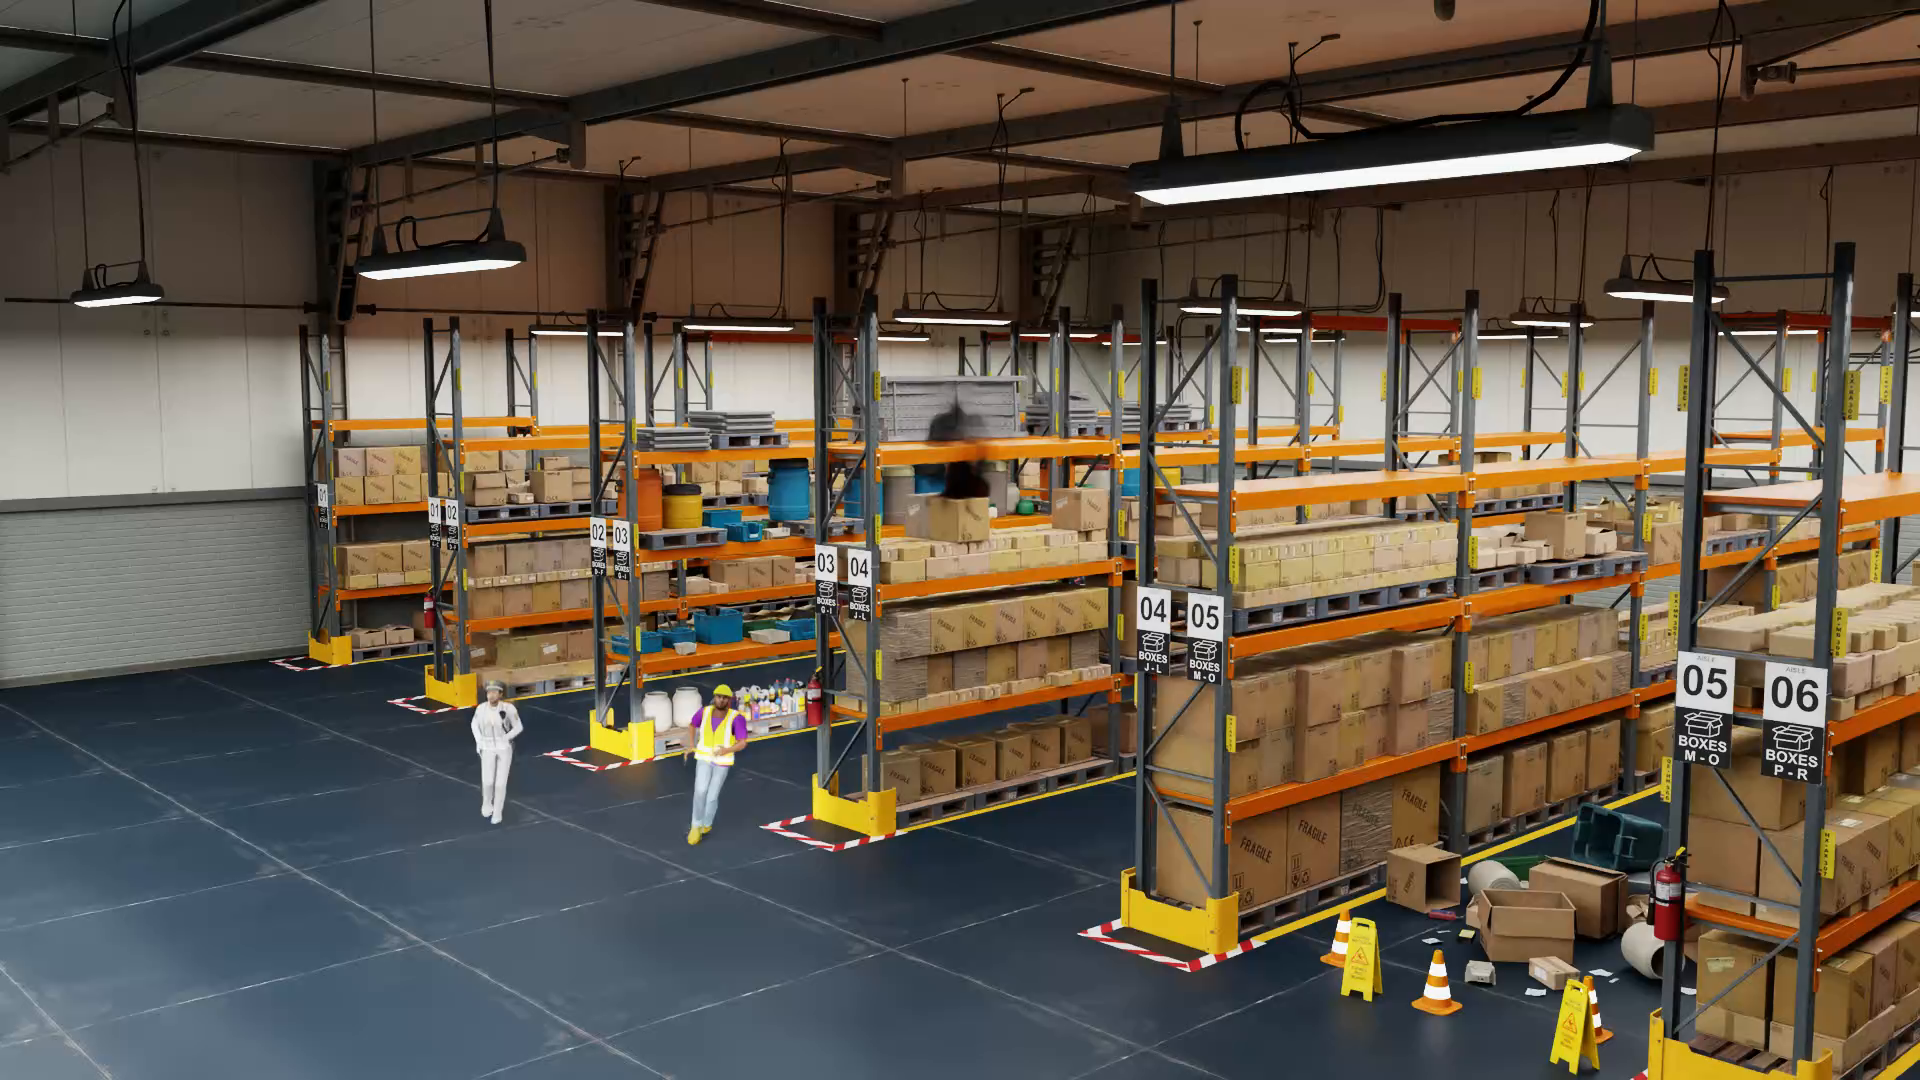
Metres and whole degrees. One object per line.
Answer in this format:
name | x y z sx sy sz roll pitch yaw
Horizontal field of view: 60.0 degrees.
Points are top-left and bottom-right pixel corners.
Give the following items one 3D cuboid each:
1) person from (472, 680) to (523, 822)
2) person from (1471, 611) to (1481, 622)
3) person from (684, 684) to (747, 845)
person | -5.307 2.417 19.034 0.598 1.666 0.549 -1 6 -8
person | 7.499 1.847 24.398 0.650 1.717 0.627 4 7 37
person | -2.694 2.443 18.303 0.713 1.719 0.686 0 6 -2
